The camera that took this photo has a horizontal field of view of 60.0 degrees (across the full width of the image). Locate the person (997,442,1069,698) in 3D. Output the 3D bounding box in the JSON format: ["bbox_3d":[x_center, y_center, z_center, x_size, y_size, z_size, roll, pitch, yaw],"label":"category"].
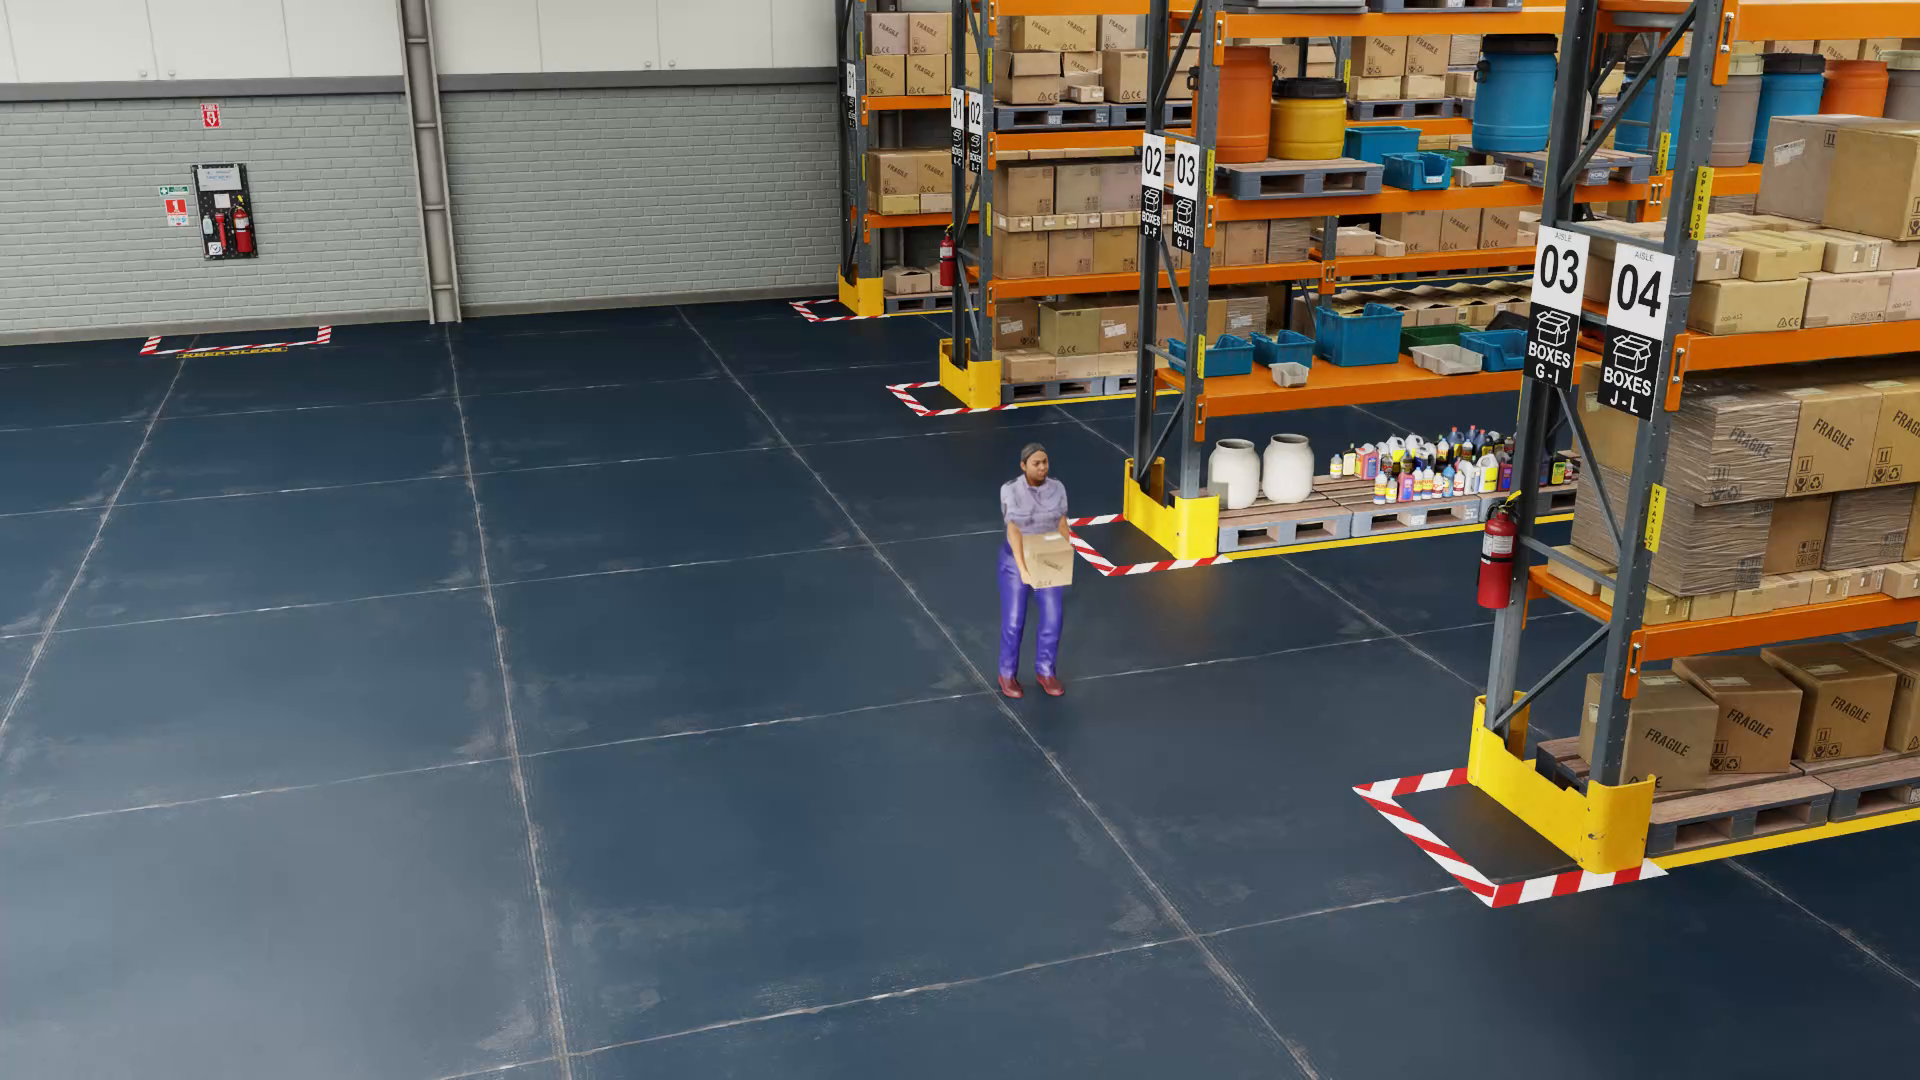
[{"bbox_3d":[0.485,0.199,10.538,0.435,1.647,0.524,-7,20,-18],"label":"person"}]
